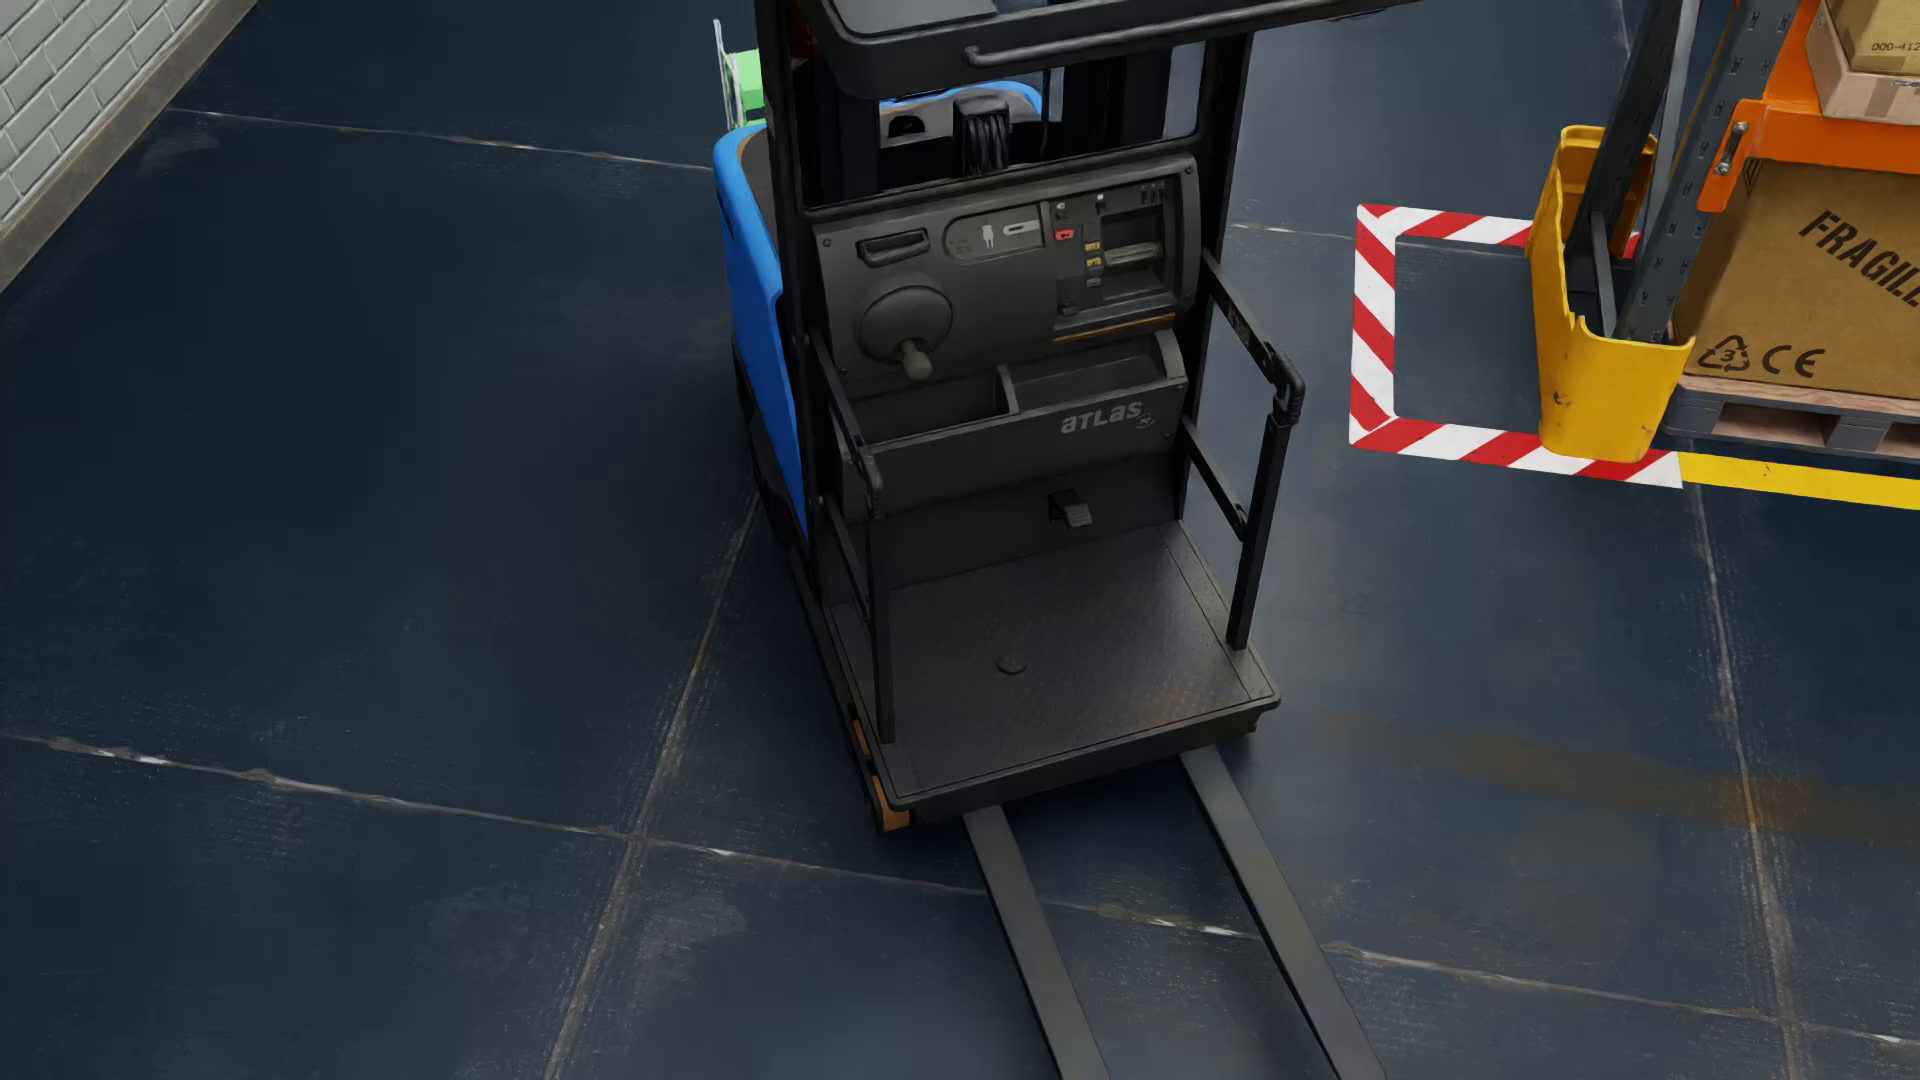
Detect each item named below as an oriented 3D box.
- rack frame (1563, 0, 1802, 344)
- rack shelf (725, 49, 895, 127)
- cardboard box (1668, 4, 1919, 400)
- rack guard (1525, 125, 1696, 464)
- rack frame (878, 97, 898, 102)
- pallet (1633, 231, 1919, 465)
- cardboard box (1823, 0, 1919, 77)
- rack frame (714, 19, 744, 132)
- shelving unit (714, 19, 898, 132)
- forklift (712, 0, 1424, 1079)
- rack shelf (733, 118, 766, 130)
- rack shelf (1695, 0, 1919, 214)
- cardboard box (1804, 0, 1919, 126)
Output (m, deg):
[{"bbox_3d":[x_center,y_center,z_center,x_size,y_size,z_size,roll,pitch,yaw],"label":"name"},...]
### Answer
[{"bbox_3d":[2.221,-1.694,4.756,0.127,3.000,1.000,8,49,7],"label":"rack frame"},{"bbox_3d":[-0.470,-1.432,5.161,0.480,0.148,0.258,-14,46,-12],"label":"rack shelf"},{"bbox_3d":[2.865,-1.098,5.366,0.875,0.875,0.875,8,49,7],"label":"cardboard box"},{"bbox_3d":[2.197,-0.862,5.688,0.348,0.500,1.175,8,49,7],"label":"rack guard"},{"bbox_3d":[-0.229,-1.192,5.503,0.015,1.200,0.240,-14,46,-12],"label":"rack frame"},{"bbox_3d":[3.021,-0.714,5.749,1.213,0.211,1.003,8,49,7],"label":"pallet"},{"bbox_3d":[2.645,-1.482,4.466,0.500,0.250,0.500,7,48,6],"label":"cardboard box"},{"bbox_3d":[-0.692,-1.076,5.399,0.015,1.200,0.240,-14,46,-12],"label":"rack frame"},{"bbox_3d":[-0.460,-1.134,5.451,0.503,1.200,0.258,-14,46,-12],"label":"shelving unit"},{"bbox_3d":[0.196,-0.534,3.759,1.130,2.935,3.031,-14,49,-12],"label":"forklift"},{"bbox_3d":[-0.464,-1.260,5.328,0.480,0.148,0.258,-14,46,-12],"label":"rack shelf"},{"bbox_3d":[4.189,-1.189,4.786,4.000,0.370,1.077,8,49,7],"label":"rack shelf"},{"bbox_3d":[2.511,-1.322,4.590,0.250,0.149,0.380,8,49,7],"label":"cardboard box"}]
